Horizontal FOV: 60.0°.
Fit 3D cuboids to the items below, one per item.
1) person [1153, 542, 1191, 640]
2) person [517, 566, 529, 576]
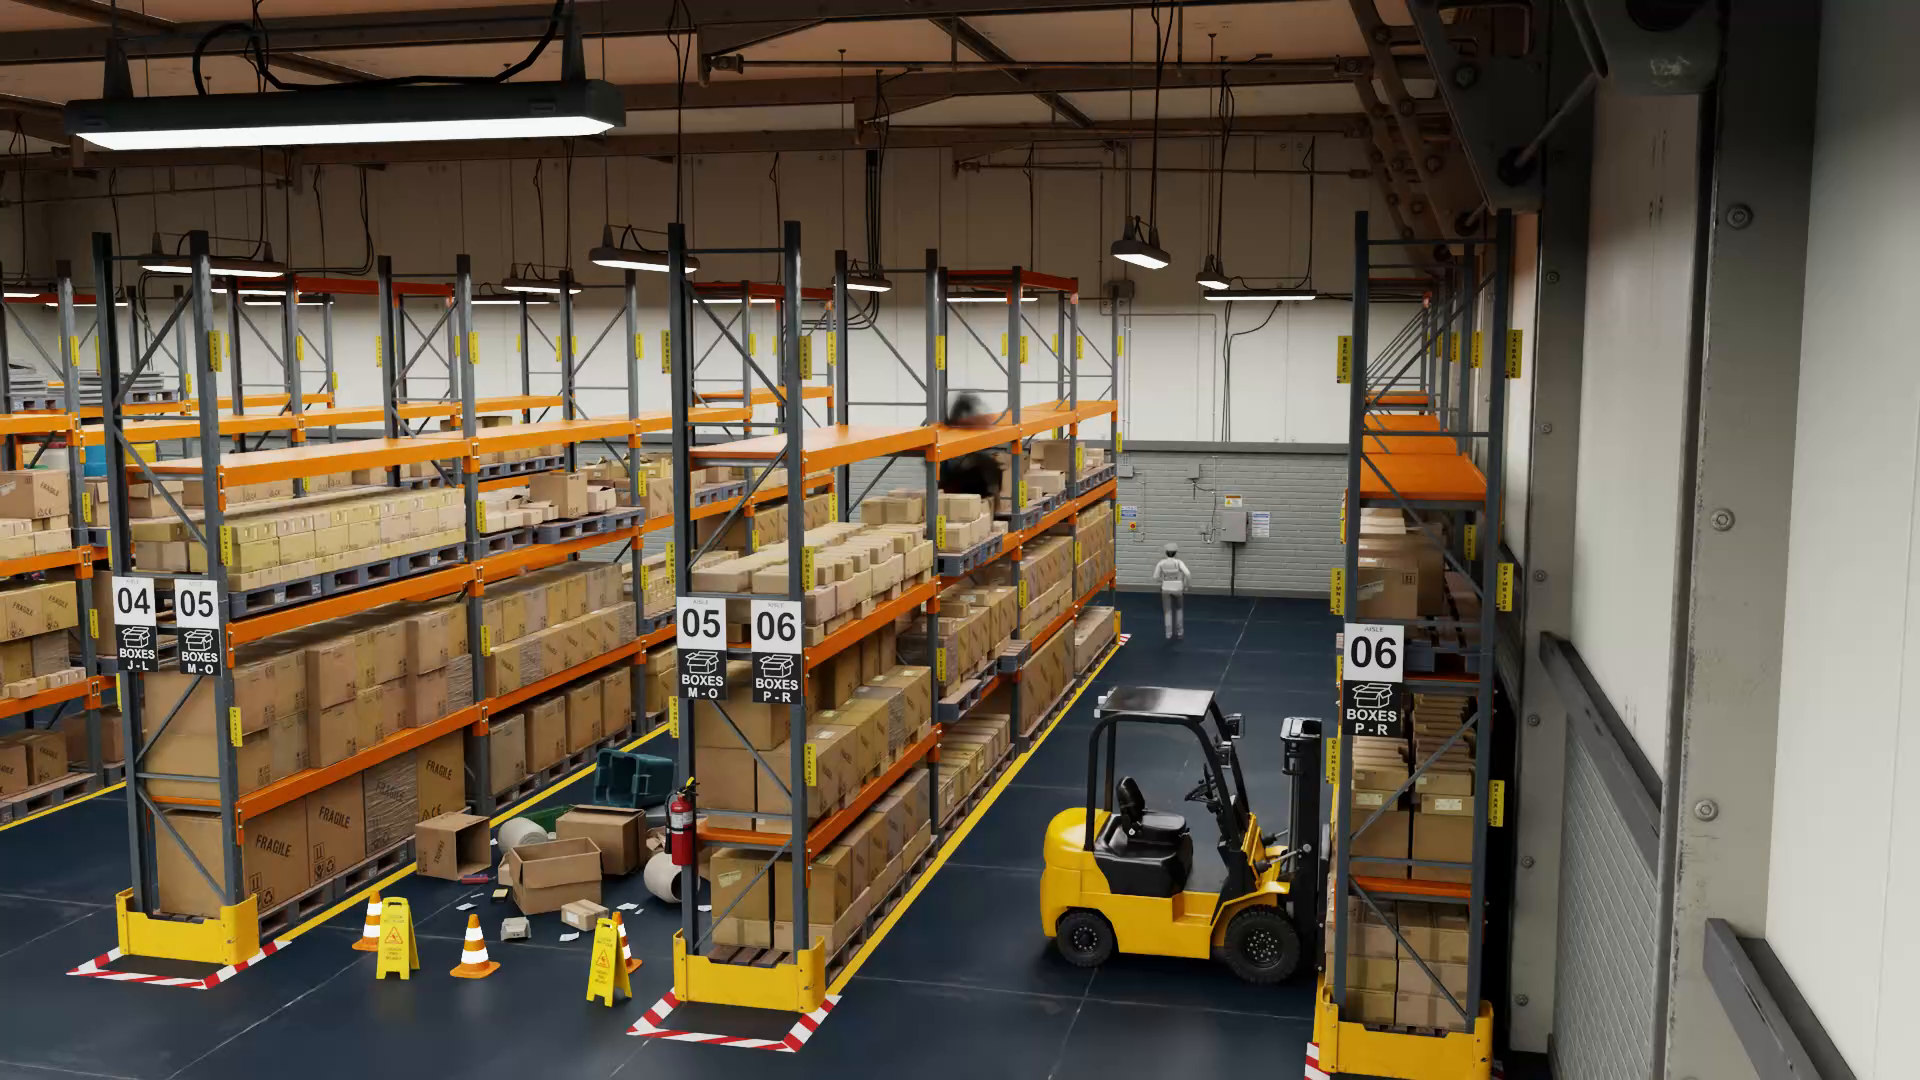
[{"bbox_3d":[3.611,0.903,28.299,0.651,1.734,0.754,1,7,11],"label":"person"},{"bbox_3d":[-6.766,1.199,25.945,0.610,1.604,0.855,2,7,13],"label":"person"}]
